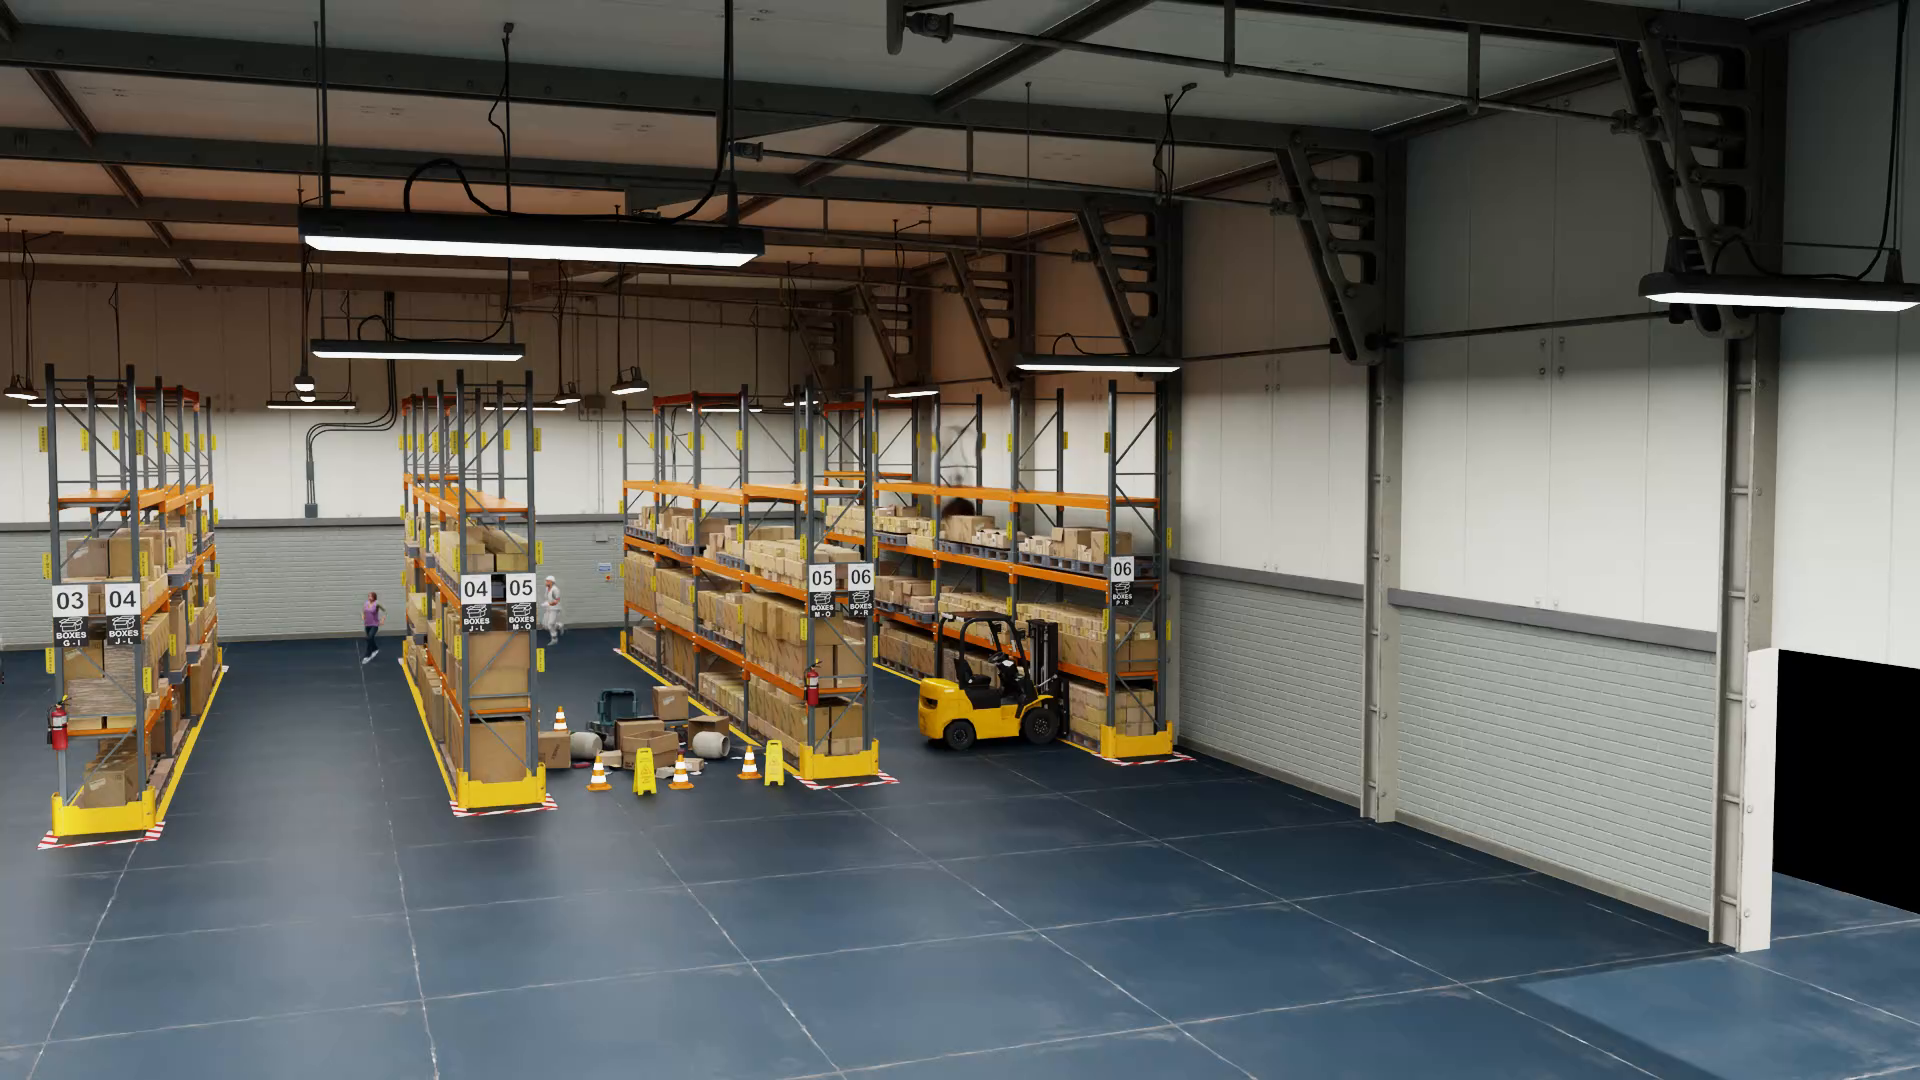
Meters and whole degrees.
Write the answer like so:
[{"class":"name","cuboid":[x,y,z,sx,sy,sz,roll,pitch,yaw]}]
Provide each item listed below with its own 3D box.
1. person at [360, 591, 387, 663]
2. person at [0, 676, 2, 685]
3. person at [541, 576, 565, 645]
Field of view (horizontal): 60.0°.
[{"class":"person","cuboid":[-13.413,1.974,38.010,0.580,1.611,0.803,1,3,13]},{"class":"person","cuboid":[-15.930,2.564,26.948,0.714,1.733,0.791,-2,4,-30]},{"class":"person","cuboid":[-10.101,1.746,41.171,0.686,1.727,0.707,-3,4,-40]}]
